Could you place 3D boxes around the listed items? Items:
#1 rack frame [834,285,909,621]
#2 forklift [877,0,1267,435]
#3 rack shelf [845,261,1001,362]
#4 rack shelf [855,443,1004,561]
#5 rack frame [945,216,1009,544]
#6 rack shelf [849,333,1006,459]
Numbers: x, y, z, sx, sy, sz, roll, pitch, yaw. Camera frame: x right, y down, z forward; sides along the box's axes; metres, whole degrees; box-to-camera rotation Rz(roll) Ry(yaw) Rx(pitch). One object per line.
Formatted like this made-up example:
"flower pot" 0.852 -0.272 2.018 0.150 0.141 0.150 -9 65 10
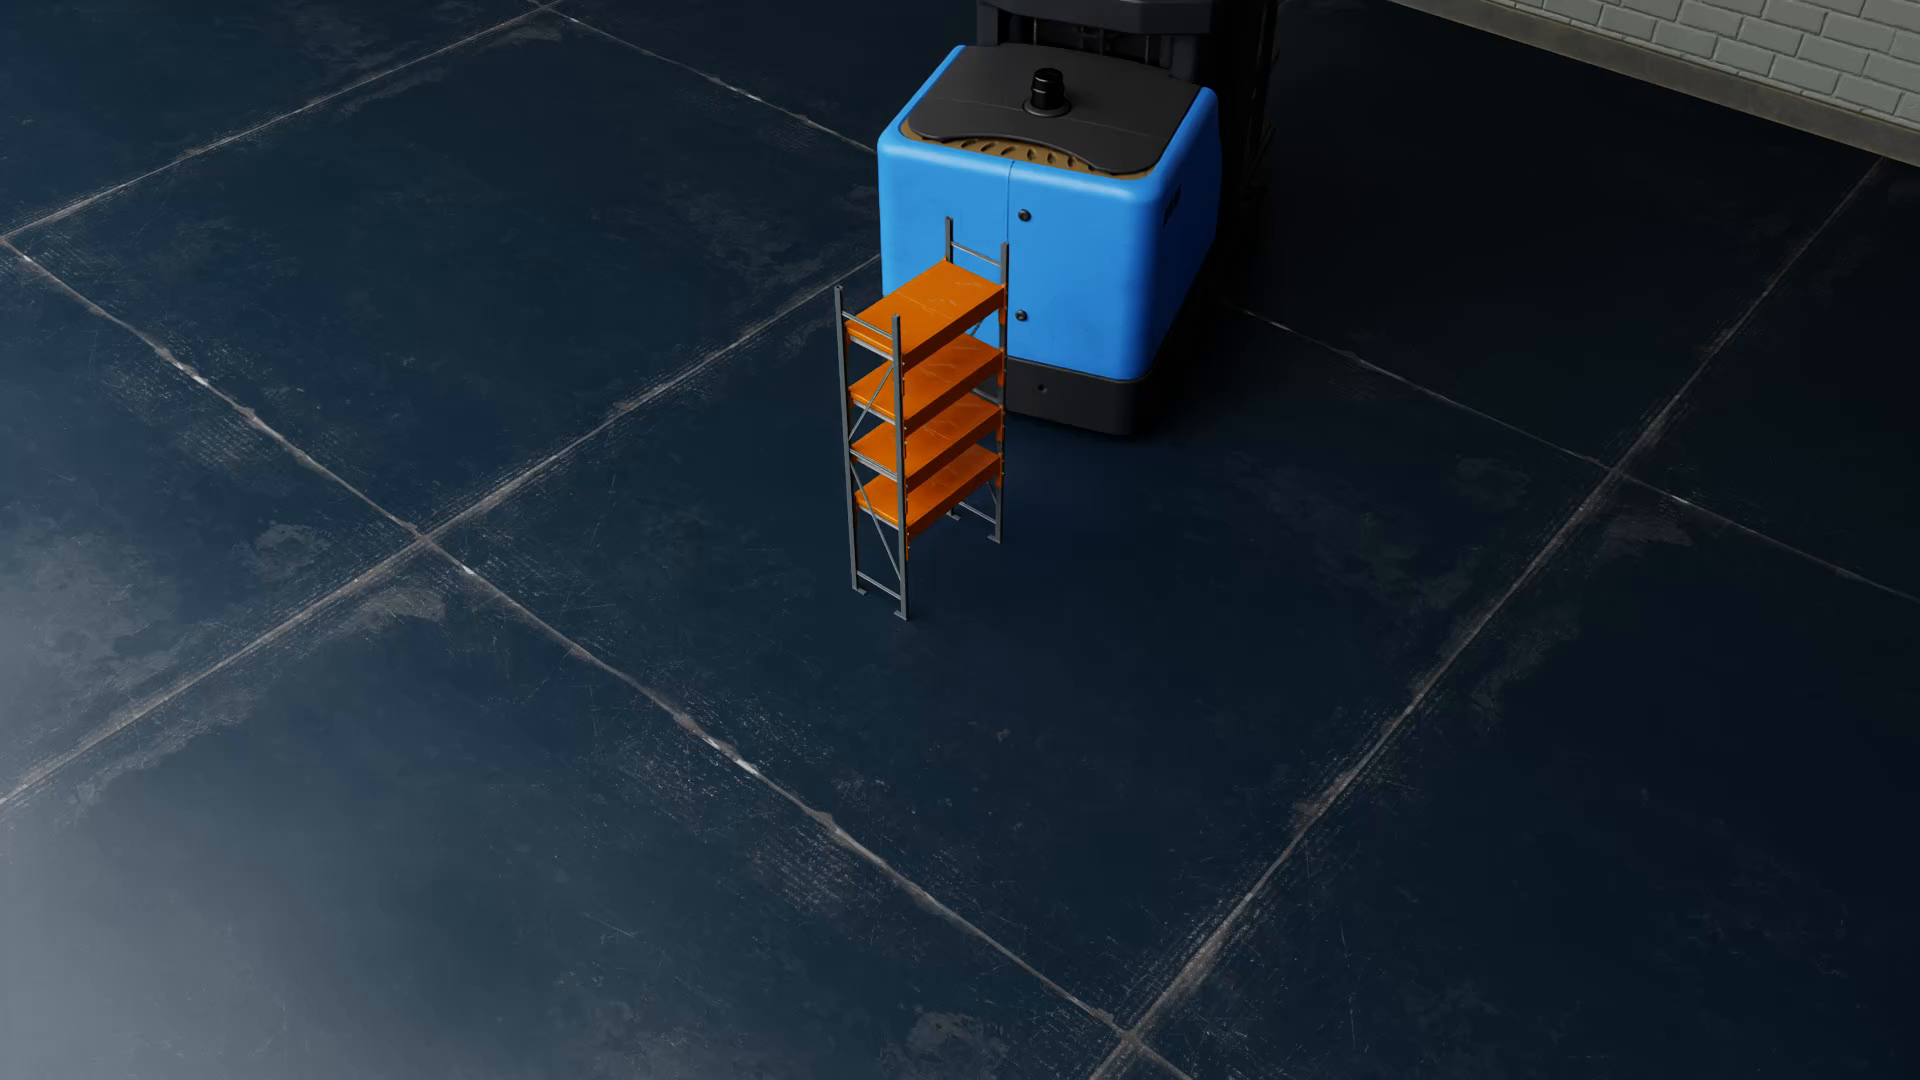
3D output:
"rack frame" -0.264 -0.233 5.114 0.240 1.200 0.015 29 50 28
"forklift" 0.505 -2.101 5.929 1.129 2.867 1.939 14 44 15
"rack shelf" -0.107 -0.678 4.962 0.221 0.050 0.457 29 50 28
"rack shelf" -0.107 -0.162 5.431 0.258 0.148 0.480 29 50 28
"rack frame" 0.051 -0.484 5.391 0.240 1.200 0.015 29 50 28
"rack shelf" -0.107 -0.474 5.147 0.258 0.148 0.480 29 50 28
